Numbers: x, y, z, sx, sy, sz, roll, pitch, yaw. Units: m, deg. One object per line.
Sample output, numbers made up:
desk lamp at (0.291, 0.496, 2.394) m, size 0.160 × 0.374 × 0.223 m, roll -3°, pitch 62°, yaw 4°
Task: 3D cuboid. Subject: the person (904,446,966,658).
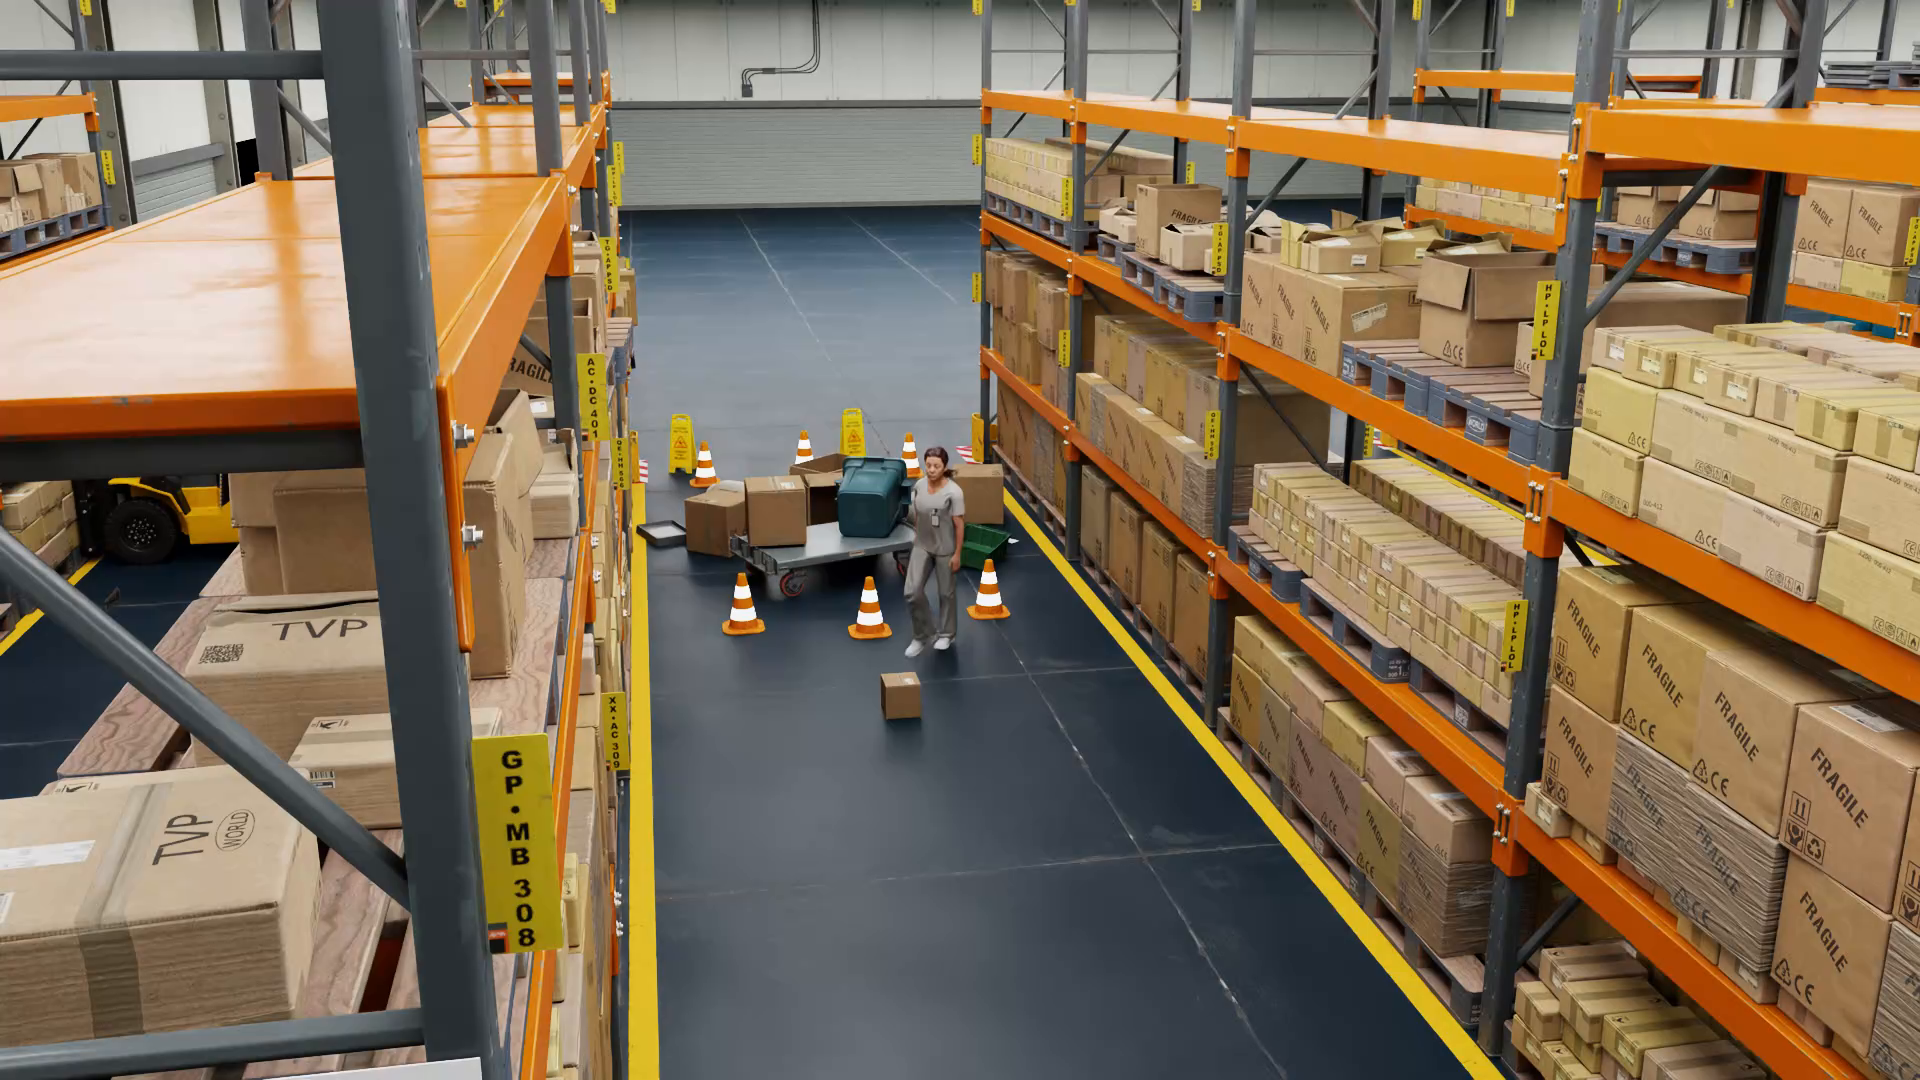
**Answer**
person at (-0.157, 0.083, 12.749) m, size 0.472 × 1.673 × 0.527 m, roll 7°, pitch 18°, yaw 23°
